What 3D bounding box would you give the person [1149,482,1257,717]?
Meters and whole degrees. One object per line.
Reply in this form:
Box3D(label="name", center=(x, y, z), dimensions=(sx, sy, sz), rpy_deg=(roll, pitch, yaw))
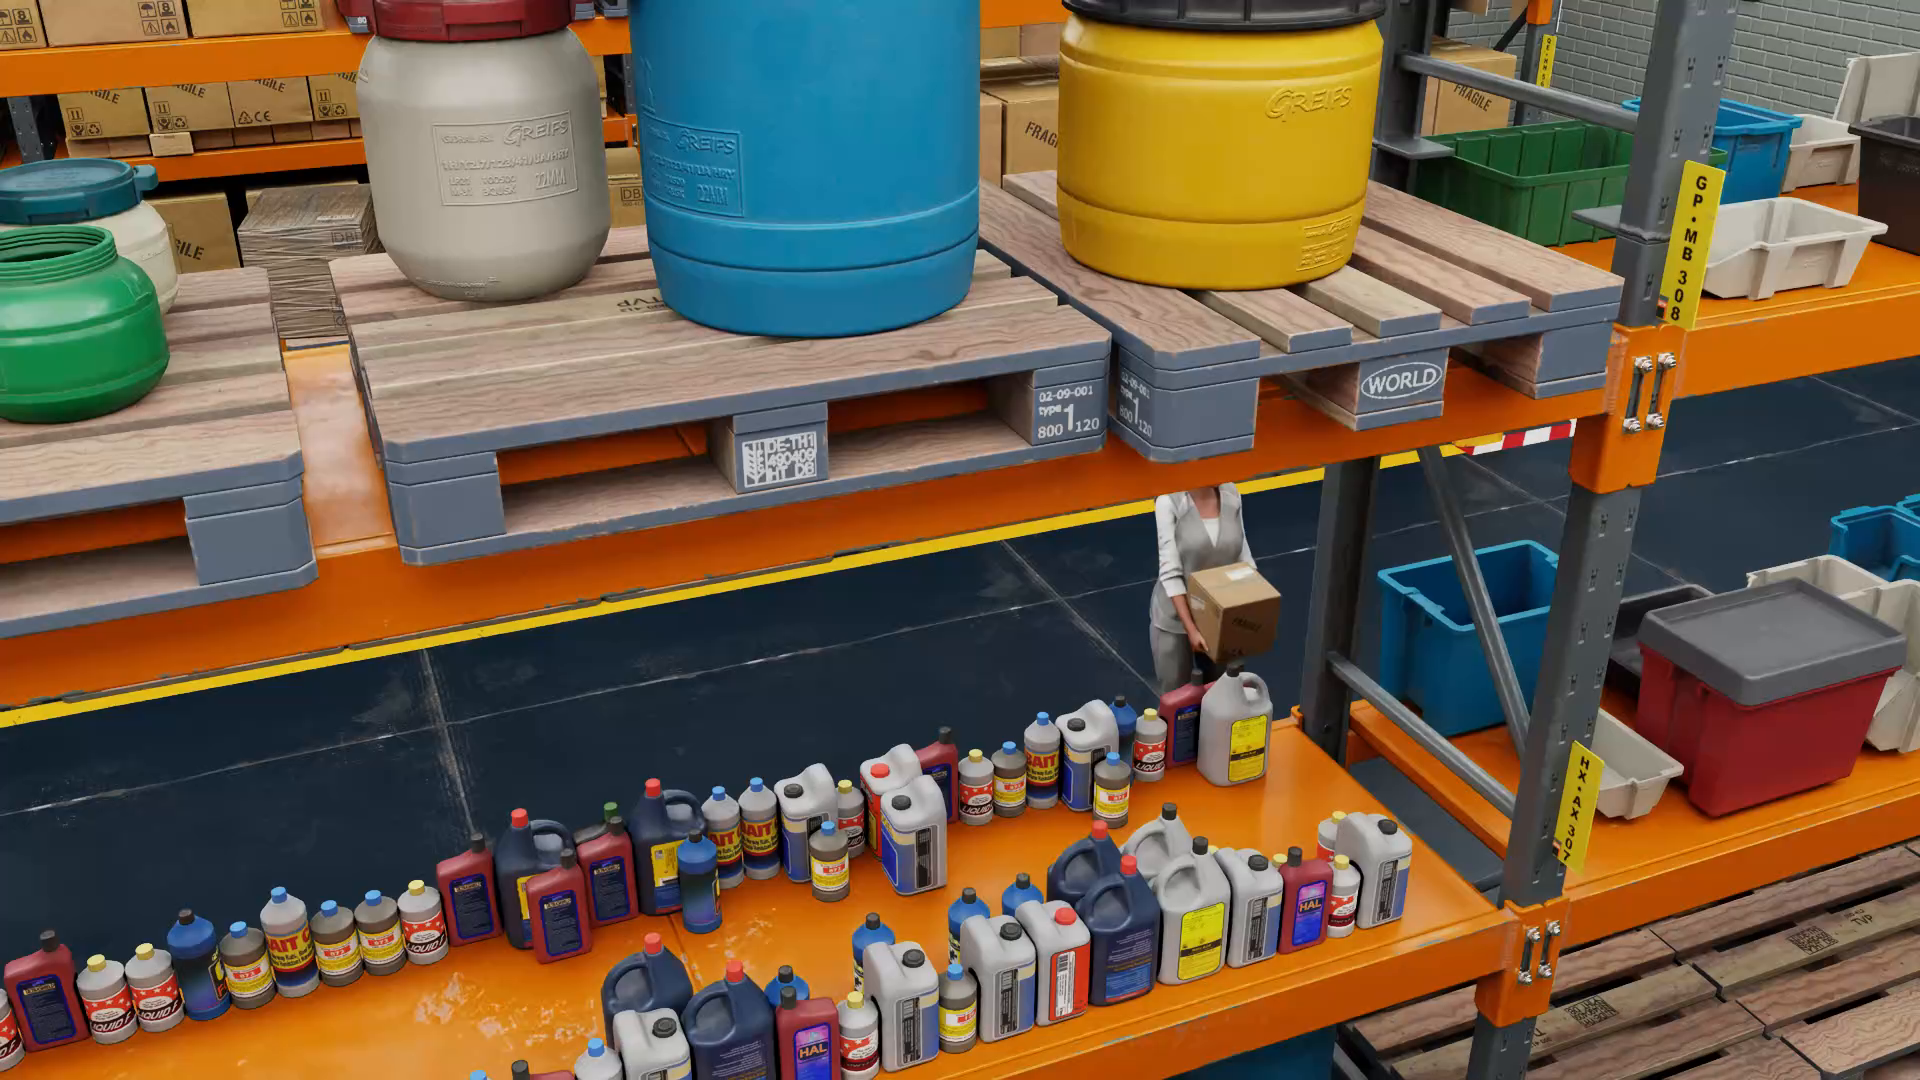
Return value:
Box3D(label="person", center=(0.947, 0.352, 6.417), dimensions=(0.408, 1.589, 0.496), rpy_deg=(-11, 28, -20))
